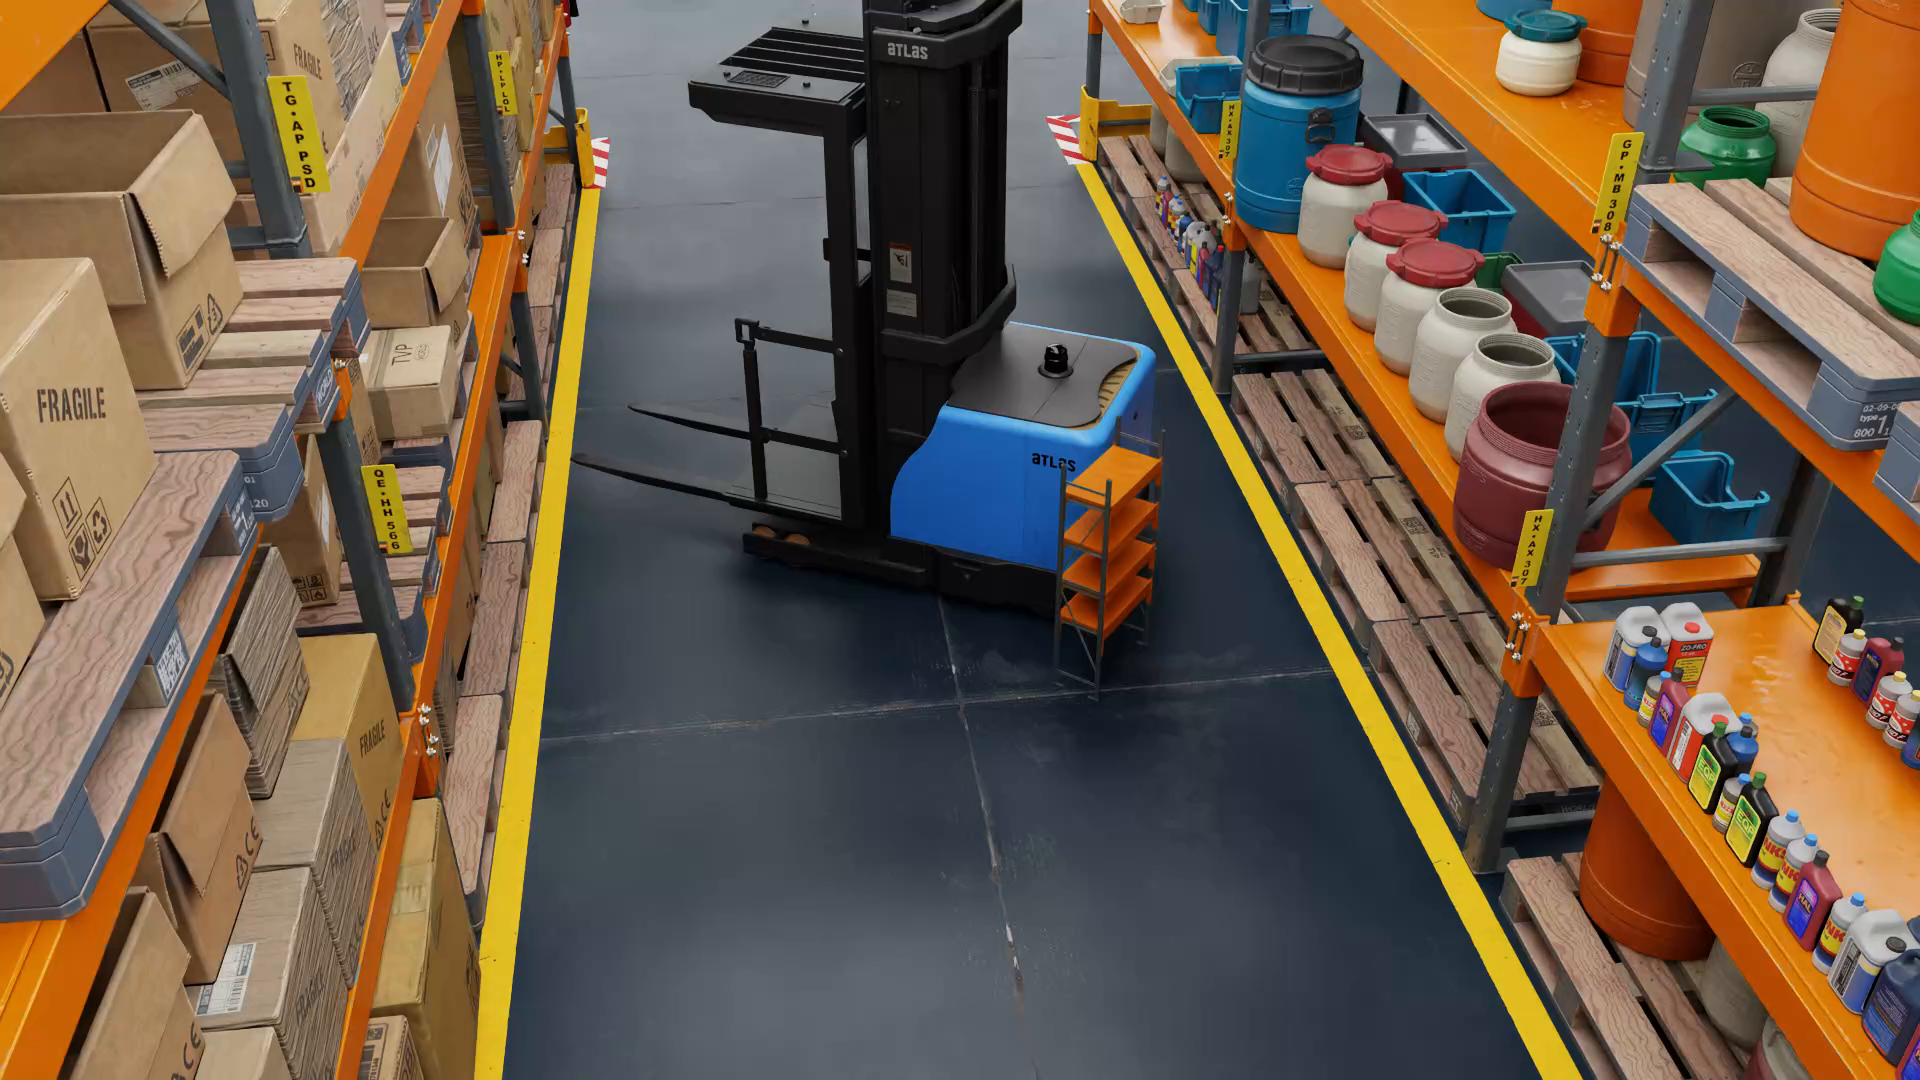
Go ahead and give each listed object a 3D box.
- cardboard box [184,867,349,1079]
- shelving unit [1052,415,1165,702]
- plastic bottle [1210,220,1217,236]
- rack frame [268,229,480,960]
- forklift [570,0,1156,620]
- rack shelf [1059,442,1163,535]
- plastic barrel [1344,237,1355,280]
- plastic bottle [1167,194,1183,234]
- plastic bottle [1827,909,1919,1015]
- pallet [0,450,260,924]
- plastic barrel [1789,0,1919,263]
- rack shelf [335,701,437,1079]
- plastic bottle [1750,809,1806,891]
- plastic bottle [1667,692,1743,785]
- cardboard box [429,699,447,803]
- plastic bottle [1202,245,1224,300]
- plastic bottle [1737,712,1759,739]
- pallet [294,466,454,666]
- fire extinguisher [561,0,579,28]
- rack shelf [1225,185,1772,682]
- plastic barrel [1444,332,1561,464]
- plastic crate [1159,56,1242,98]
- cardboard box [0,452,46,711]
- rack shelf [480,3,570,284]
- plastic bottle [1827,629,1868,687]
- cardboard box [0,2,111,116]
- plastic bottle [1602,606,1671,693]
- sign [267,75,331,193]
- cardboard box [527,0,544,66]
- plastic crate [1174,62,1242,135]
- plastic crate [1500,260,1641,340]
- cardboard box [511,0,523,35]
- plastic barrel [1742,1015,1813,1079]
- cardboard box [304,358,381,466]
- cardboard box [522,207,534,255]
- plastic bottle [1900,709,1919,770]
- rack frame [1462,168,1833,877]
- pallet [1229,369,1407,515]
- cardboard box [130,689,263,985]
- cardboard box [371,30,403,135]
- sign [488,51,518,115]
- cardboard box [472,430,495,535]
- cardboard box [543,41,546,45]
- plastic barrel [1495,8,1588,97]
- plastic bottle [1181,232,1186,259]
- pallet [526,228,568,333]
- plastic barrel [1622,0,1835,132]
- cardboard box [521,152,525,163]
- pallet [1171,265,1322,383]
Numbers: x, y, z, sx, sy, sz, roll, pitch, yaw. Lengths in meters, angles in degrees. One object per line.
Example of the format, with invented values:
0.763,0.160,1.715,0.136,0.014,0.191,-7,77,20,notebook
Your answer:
-1.892,1.212,4.219,0.500,0.500,0.500,-5,35,-8,cardboard box
0.668,0.093,7.547,0.258,1.200,0.503,20,39,27,shelving unit
1.678,-1.962,10.987,0.061,0.283,0.133,-4,35,-6,plastic bottle
-2.338,0.429,5.458,1.000,3.000,0.127,-4,35,-6,rack frame
-0.582,-1.337,8.110,3.031,2.935,1.130,12,36,17,forklift
0.668,-0.231,7.326,0.258,0.148,0.480,20,39,27,rack shelf
2.058,-1.371,8.221,0.301,0.262,0.301,0,34,0,plastic barrel
1.475,-2.239,11.403,0.097,0.271,0.097,0,34,0,plastic bottle
2.494,1.145,4.517,0.152,0.276,0.135,-4,35,-6,plastic bottle
-2.045,0.246,3.229,1.003,0.211,1.213,-3,34,-4,pallet
2.643,-1.220,4.459,0.600,0.830,0.708,-4,35,-6,plastic barrel
-2.069,1.842,4.022,1.077,0.370,4.000,-4,35,-6,rack shelf
2.408,0.901,4.879,0.097,0.271,0.097,0,34,0,plastic bottle
2.370,0.629,5.274,0.152,0.276,0.135,-4,35,-6,plastic bottle
-2.448,0.907,6.584,0.700,0.500,0.500,-6,35,-9,cardboard box
1.634,-1.710,10.558,0.144,0.351,0.185,-6,35,-9,plastic bottle
2.491,0.640,5.324,0.097,0.201,0.097,0,34,0,plastic bottle
-2.539,0.118,6.083,1.213,0.211,1.003,-4,35,-6,pallet
-2.973,-4.102,12.175,0.296,0.674,0.183,-4,35,-6,fire extinguisher
2.301,-0.765,7.848,1.077,0.370,4.000,-4,35,-6,rack shelf
2.220,-0.551,6.795,0.421,0.512,0.421,0,34,0,plastic barrel
1.563,-2.957,10.659,0.530,0.136,0.437,-4,35,-6,plastic crate
-2.042,0.111,2.795,0.797,0.503,0.637,-5,35,-7,cardboard box
-3.145,-2.622,10.573,1.077,0.370,4.000,-4,35,-6,rack shelf
3.045,0.395,5.684,0.097,0.201,0.097,0,34,0,plastic bottle
-2.650,-1.306,4.807,0.500,0.500,0.500,-3,34,-5,cardboard box
2.308,0.371,5.653,0.152,0.276,0.135,-4,35,-6,plastic bottle
-1.787,-1.095,4.500,0.100,0.325,0.005,-4,35,-6,sign
-3.157,-3.339,10.633,0.875,0.500,0.500,-4,35,-6,cardboard box
1.614,-2.714,10.201,0.499,0.251,0.616,-4,35,-6,plastic crate
2.656,-0.898,7.347,0.402,0.464,0.583,-4,35,-6,plastic crate
-2.820,-3.209,9.555,0.500,0.500,0.500,-4,35,-6,cardboard box
2.805,1.778,5.245,0.600,0.588,0.708,-4,35,-6,plastic barrel
-2.624,-0.389,6.195,0.700,0.500,0.500,0,34,1,cardboard box
-3.167,-2.145,11.080,0.500,0.500,0.500,-1,34,-2,cardboard box
3.102,0.603,5.315,0.097,0.271,0.097,0,34,0,plastic bottle
2.570,0.053,6.008,1.000,3.000,0.127,-4,35,-6,rack frame
2.176,-0.591,9.430,1.003,0.211,1.213,-4,35,-6,pallet
-2.171,0.746,4.012,0.797,0.503,0.637,-4,34,-5,cardboard box
-2.296,-1.603,5.908,0.500,0.250,0.500,-4,34,-5,cardboard box
-2.326,-2.326,8.471,0.100,0.325,0.005,-4,35,-6,sign
-2.769,-0.341,8.415,0.700,0.500,0.500,-5,35,-7,cardboard box
-3.053,-3.513,11.465,0.380,0.149,0.250,-4,35,-6,cardboard box
2.168,-1.821,6.218,0.301,0.262,0.301,0,34,0,plastic barrel
1.530,-1.984,11.092,0.097,0.201,0.097,0,34,0,plastic bottle
-3.169,-1.706,11.065,1.003,0.211,1.213,-4,35,-6,pallet
2.675,-1.868,5.719,0.600,0.901,0.600,0,34,0,plastic barrel
-2.732,-2.259,9.625,0.380,0.149,0.250,-4,35,-6,cardboard box
1.983,-1.404,10.623,1.003,0.211,1.213,-4,35,-6,pallet
